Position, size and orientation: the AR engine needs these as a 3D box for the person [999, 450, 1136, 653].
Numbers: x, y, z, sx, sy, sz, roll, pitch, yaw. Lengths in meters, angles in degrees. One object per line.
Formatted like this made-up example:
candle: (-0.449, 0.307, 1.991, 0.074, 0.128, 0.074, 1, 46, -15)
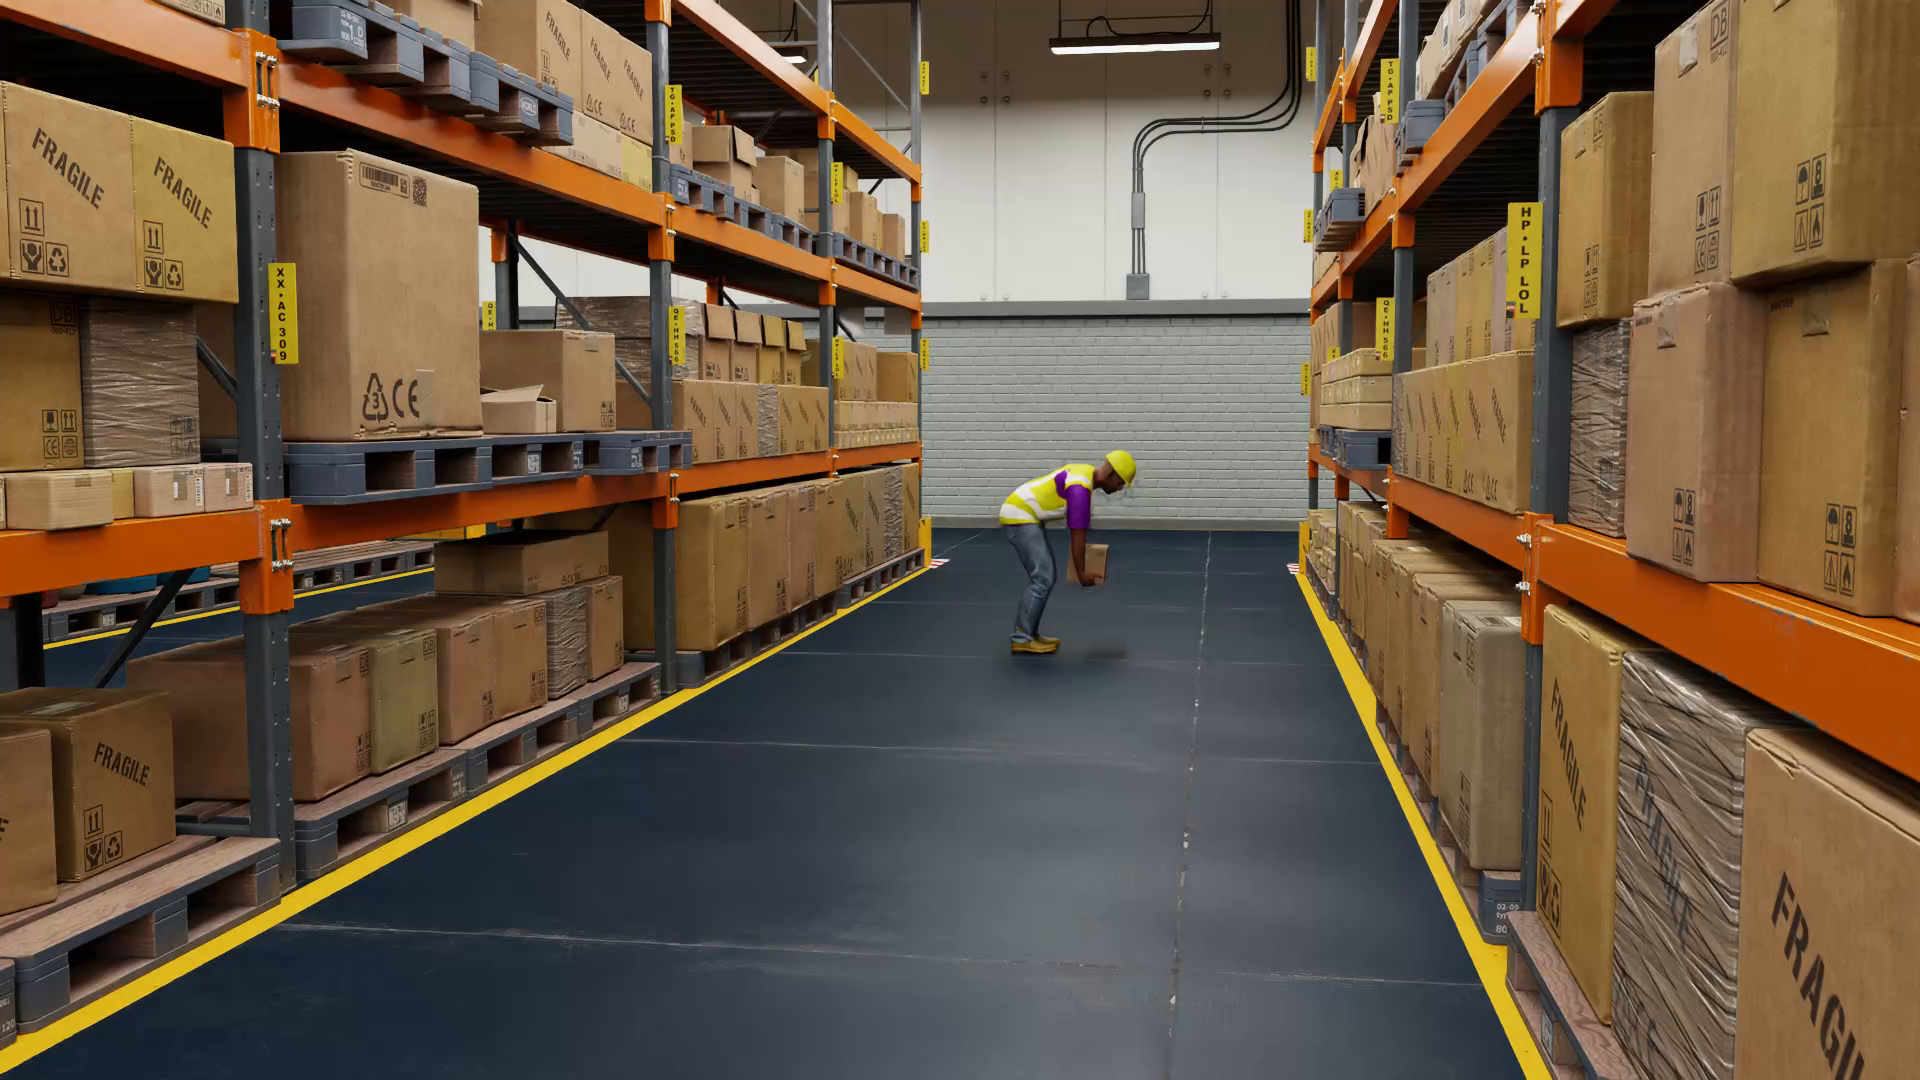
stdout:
person: (0.724, 0.071, 11.222, 0.918, 1.355, 0.475, 1, 4, 7)
